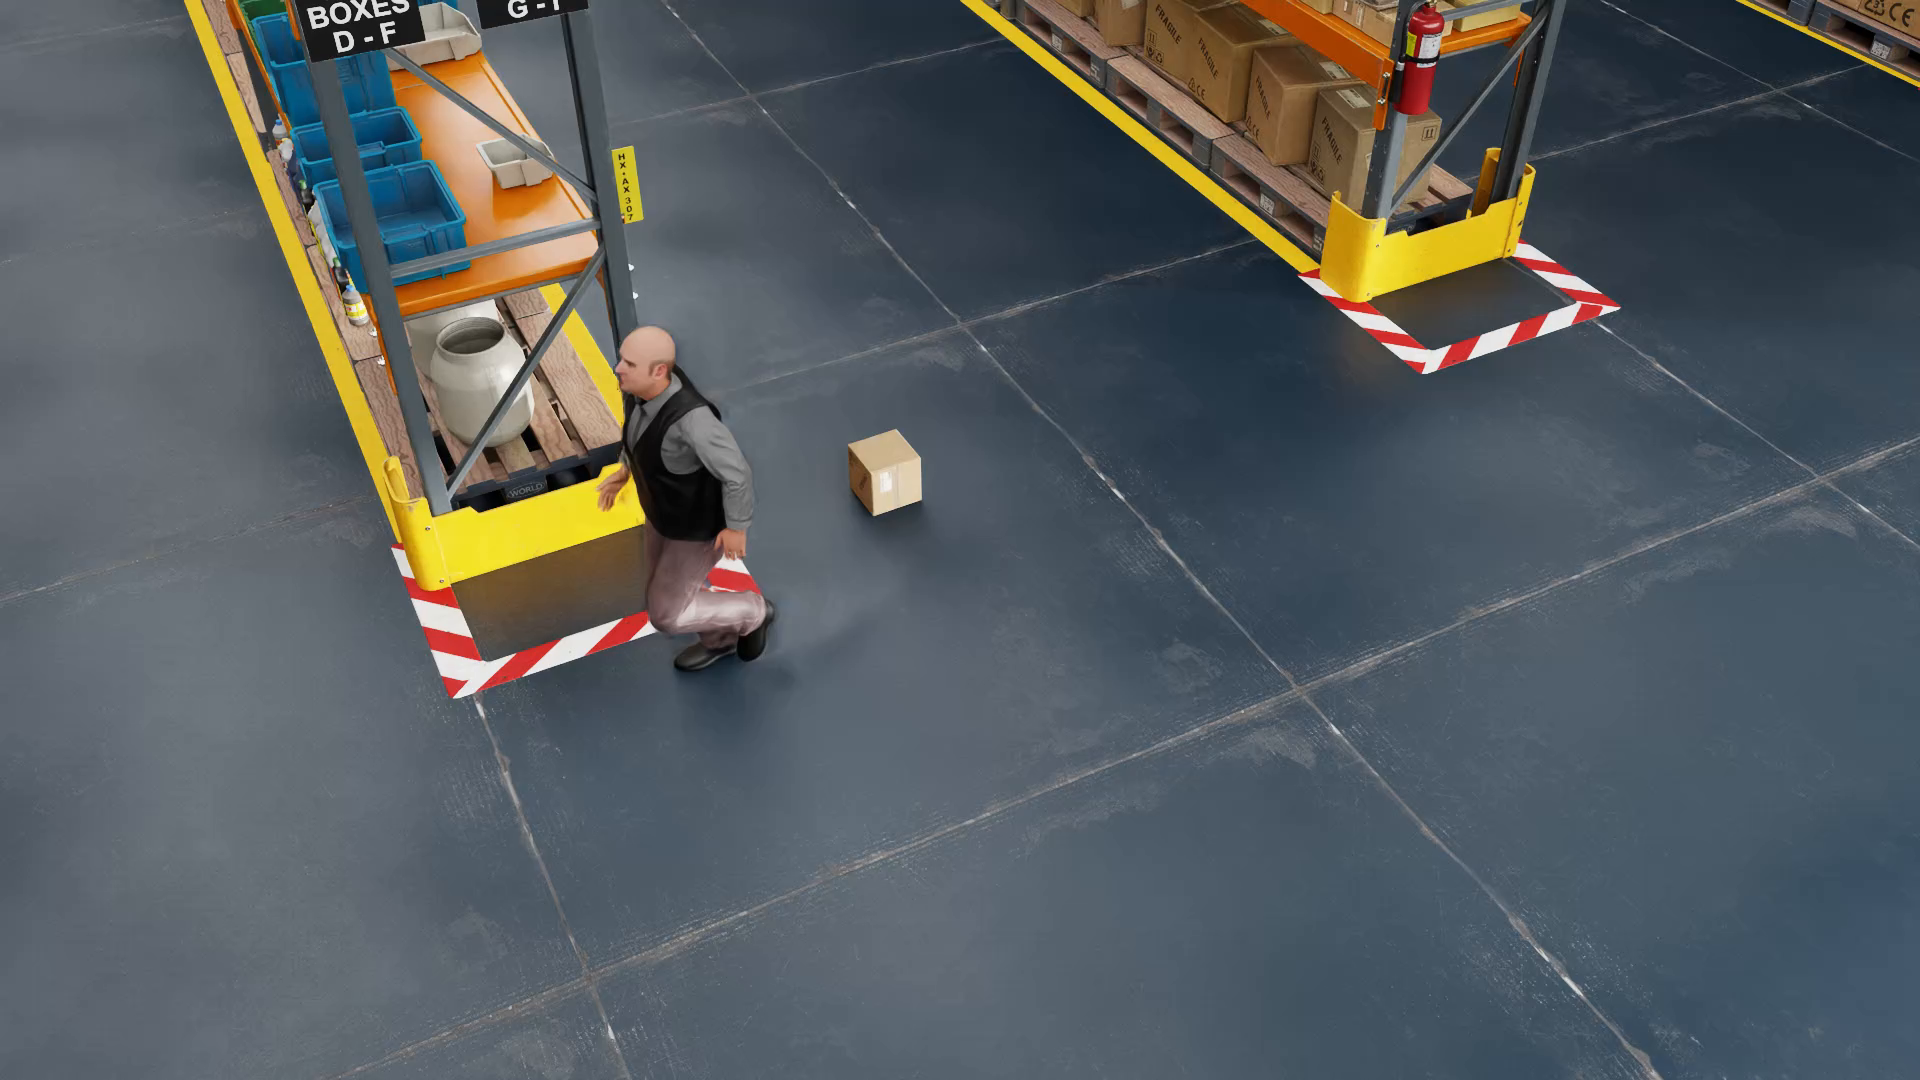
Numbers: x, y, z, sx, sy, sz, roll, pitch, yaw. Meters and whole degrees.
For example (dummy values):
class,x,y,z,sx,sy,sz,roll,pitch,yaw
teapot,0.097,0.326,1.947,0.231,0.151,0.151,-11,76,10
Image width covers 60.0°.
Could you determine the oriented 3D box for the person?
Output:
class,x,y,z,sx,sy,sz,roll,pitch,yaw
person,-1.042,-0.111,6.343,0.562,1.659,0.687,-21,45,-23
